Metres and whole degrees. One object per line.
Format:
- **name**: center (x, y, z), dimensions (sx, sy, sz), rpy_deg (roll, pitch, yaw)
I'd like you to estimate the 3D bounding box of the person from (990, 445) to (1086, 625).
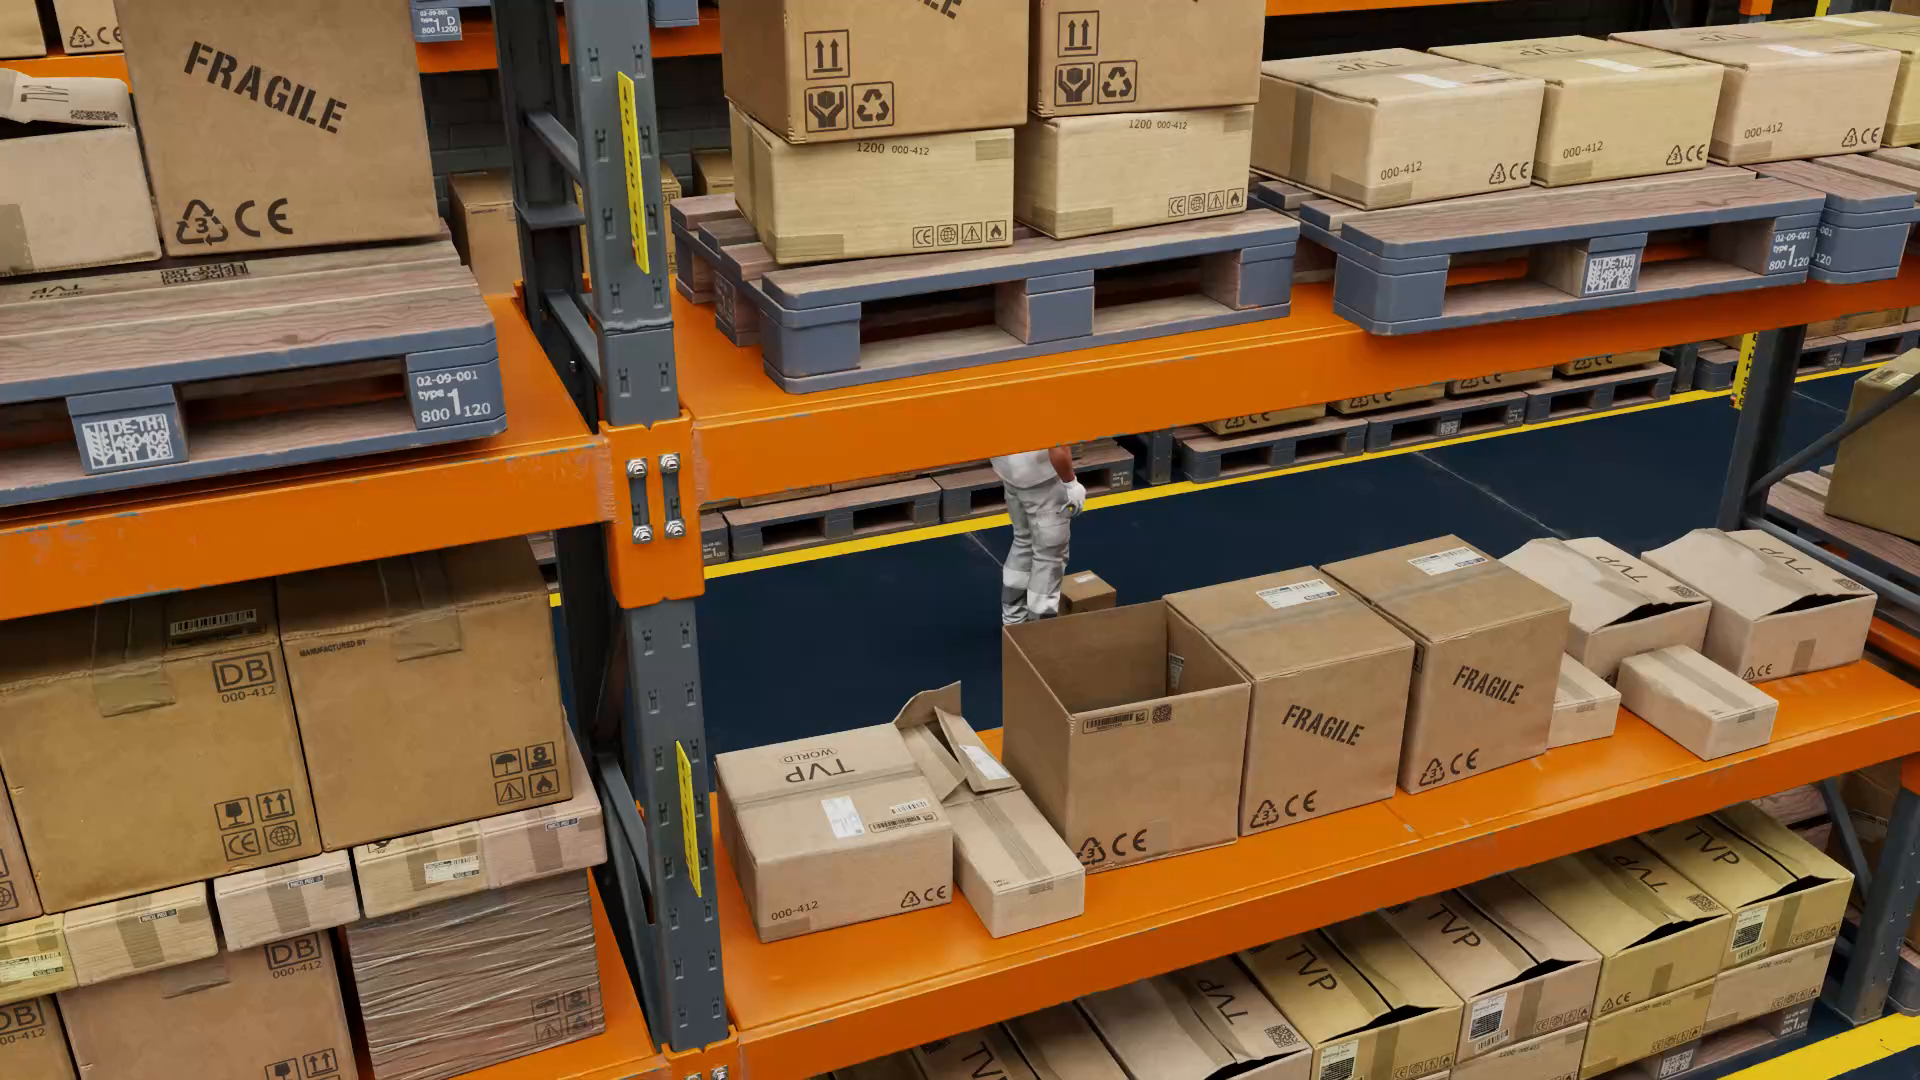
- **person**: center (0.376, -0.323, 7.764), dimensions (0.448, 1.780, 0.623), rpy_deg (-12, 28, -23)
